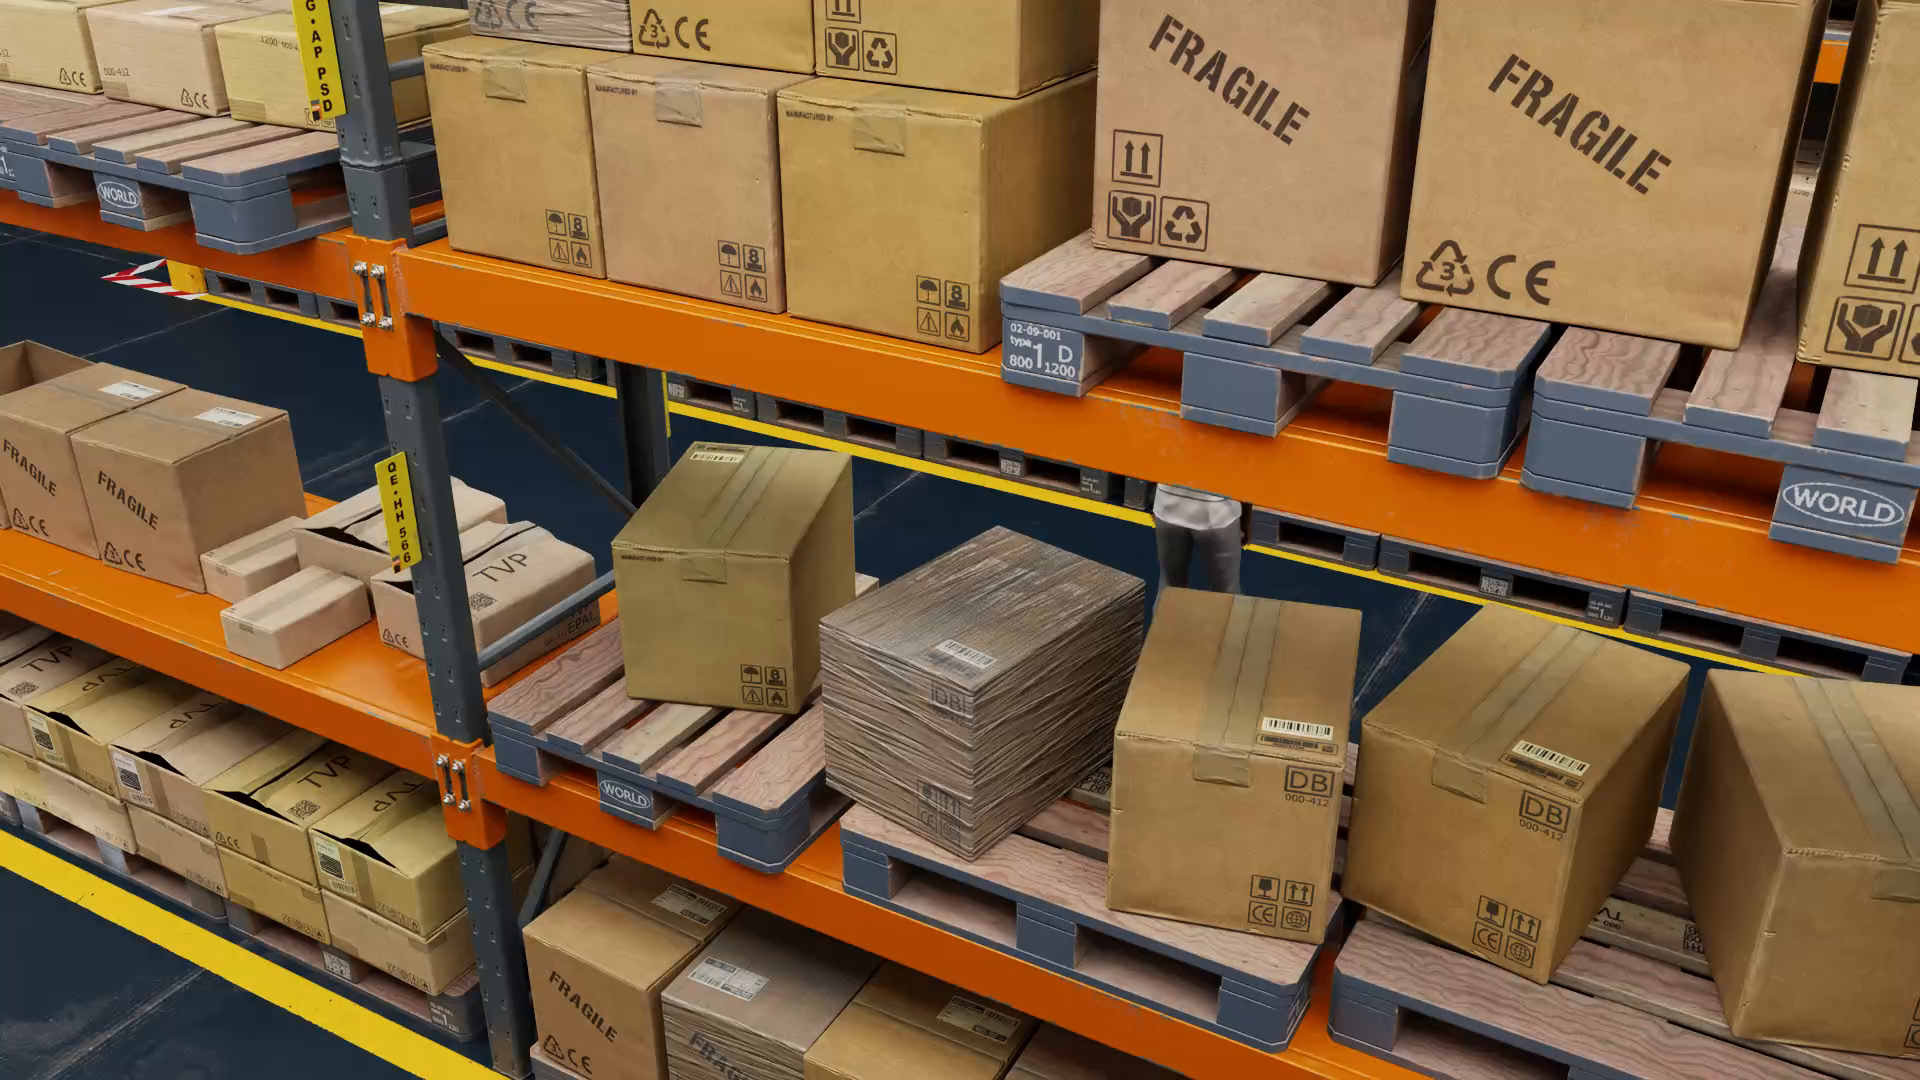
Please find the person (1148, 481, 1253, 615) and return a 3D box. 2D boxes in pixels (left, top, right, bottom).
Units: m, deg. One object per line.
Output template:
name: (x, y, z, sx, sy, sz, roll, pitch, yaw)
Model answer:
person: (1.062, -0.108, 7.330, 0.505, 1.660, 0.386, 13, 30, 24)
